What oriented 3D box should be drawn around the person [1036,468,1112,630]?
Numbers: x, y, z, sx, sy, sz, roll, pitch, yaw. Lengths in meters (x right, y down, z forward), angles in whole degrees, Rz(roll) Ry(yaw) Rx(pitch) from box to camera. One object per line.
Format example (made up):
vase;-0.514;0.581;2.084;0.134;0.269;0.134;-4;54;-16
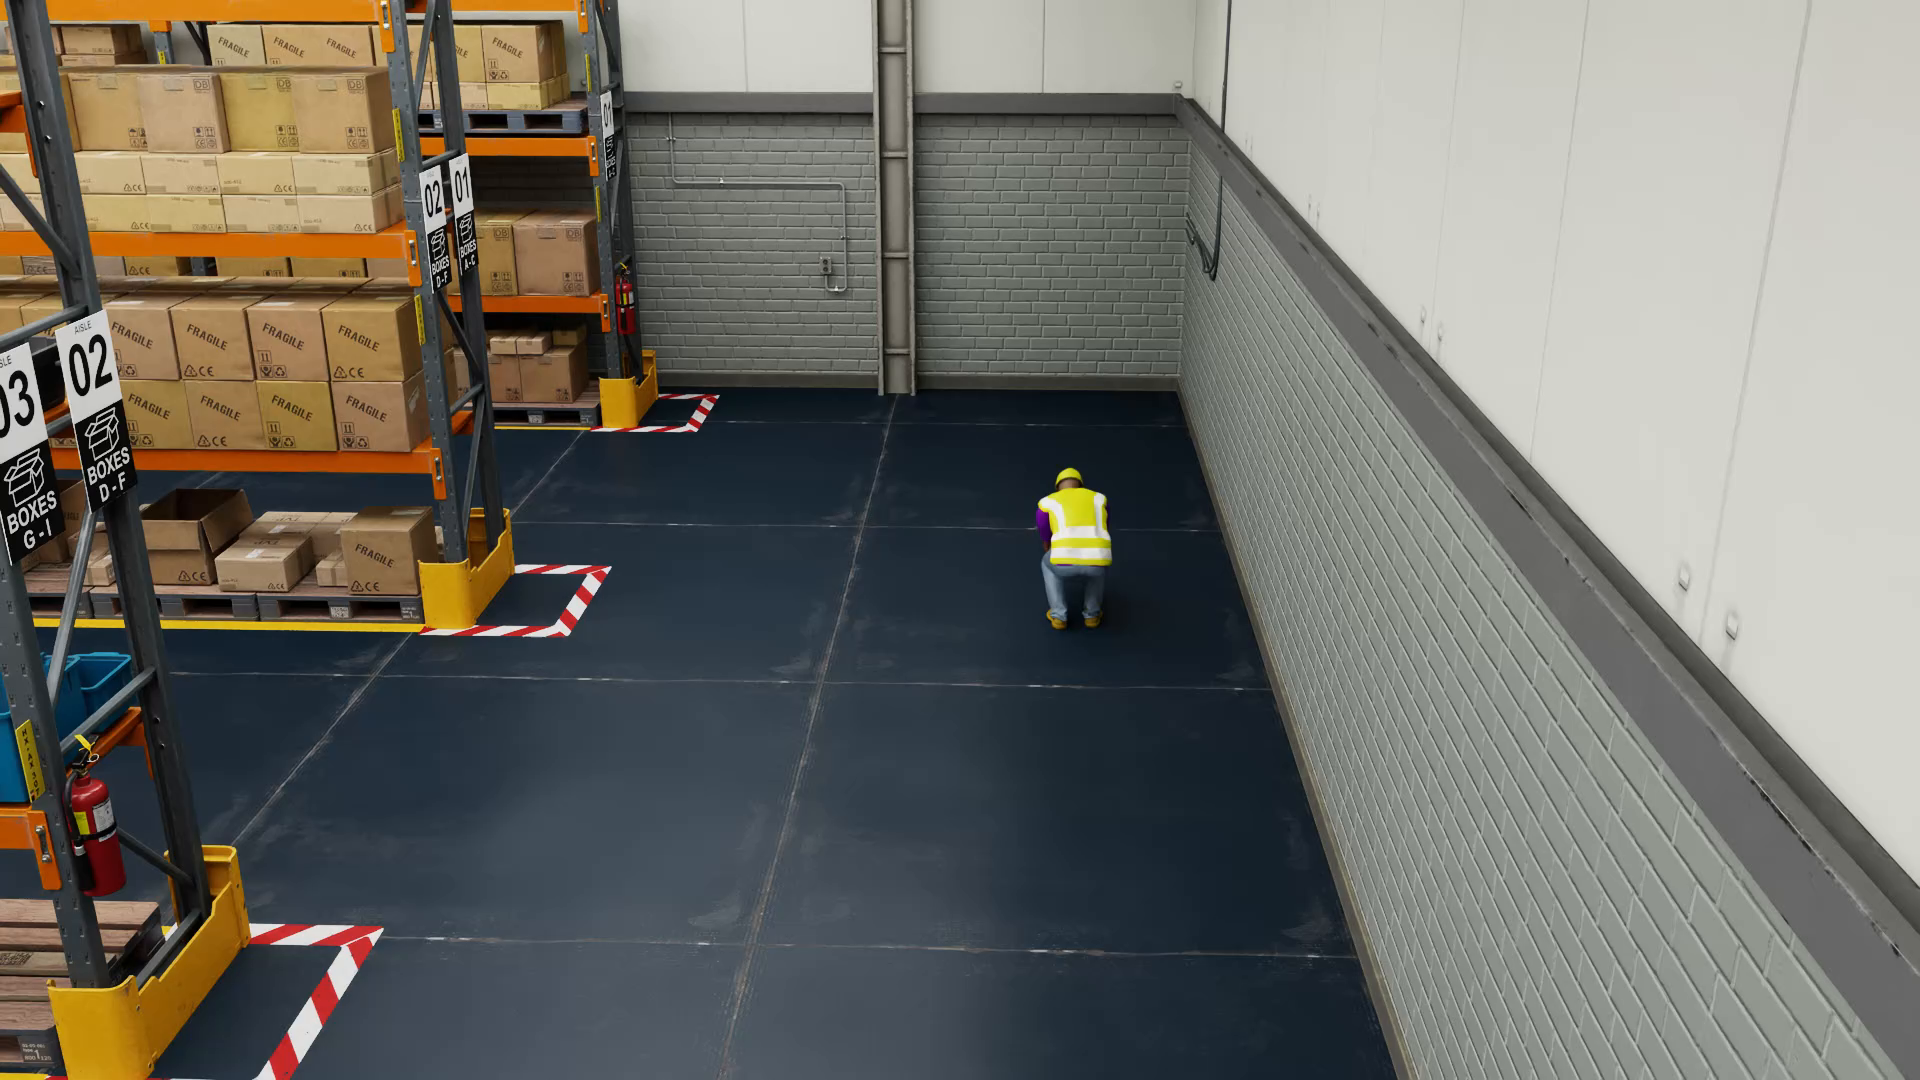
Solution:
person;0.814;0.074;11.932;0.534;1.009;0.914;0;21;0
